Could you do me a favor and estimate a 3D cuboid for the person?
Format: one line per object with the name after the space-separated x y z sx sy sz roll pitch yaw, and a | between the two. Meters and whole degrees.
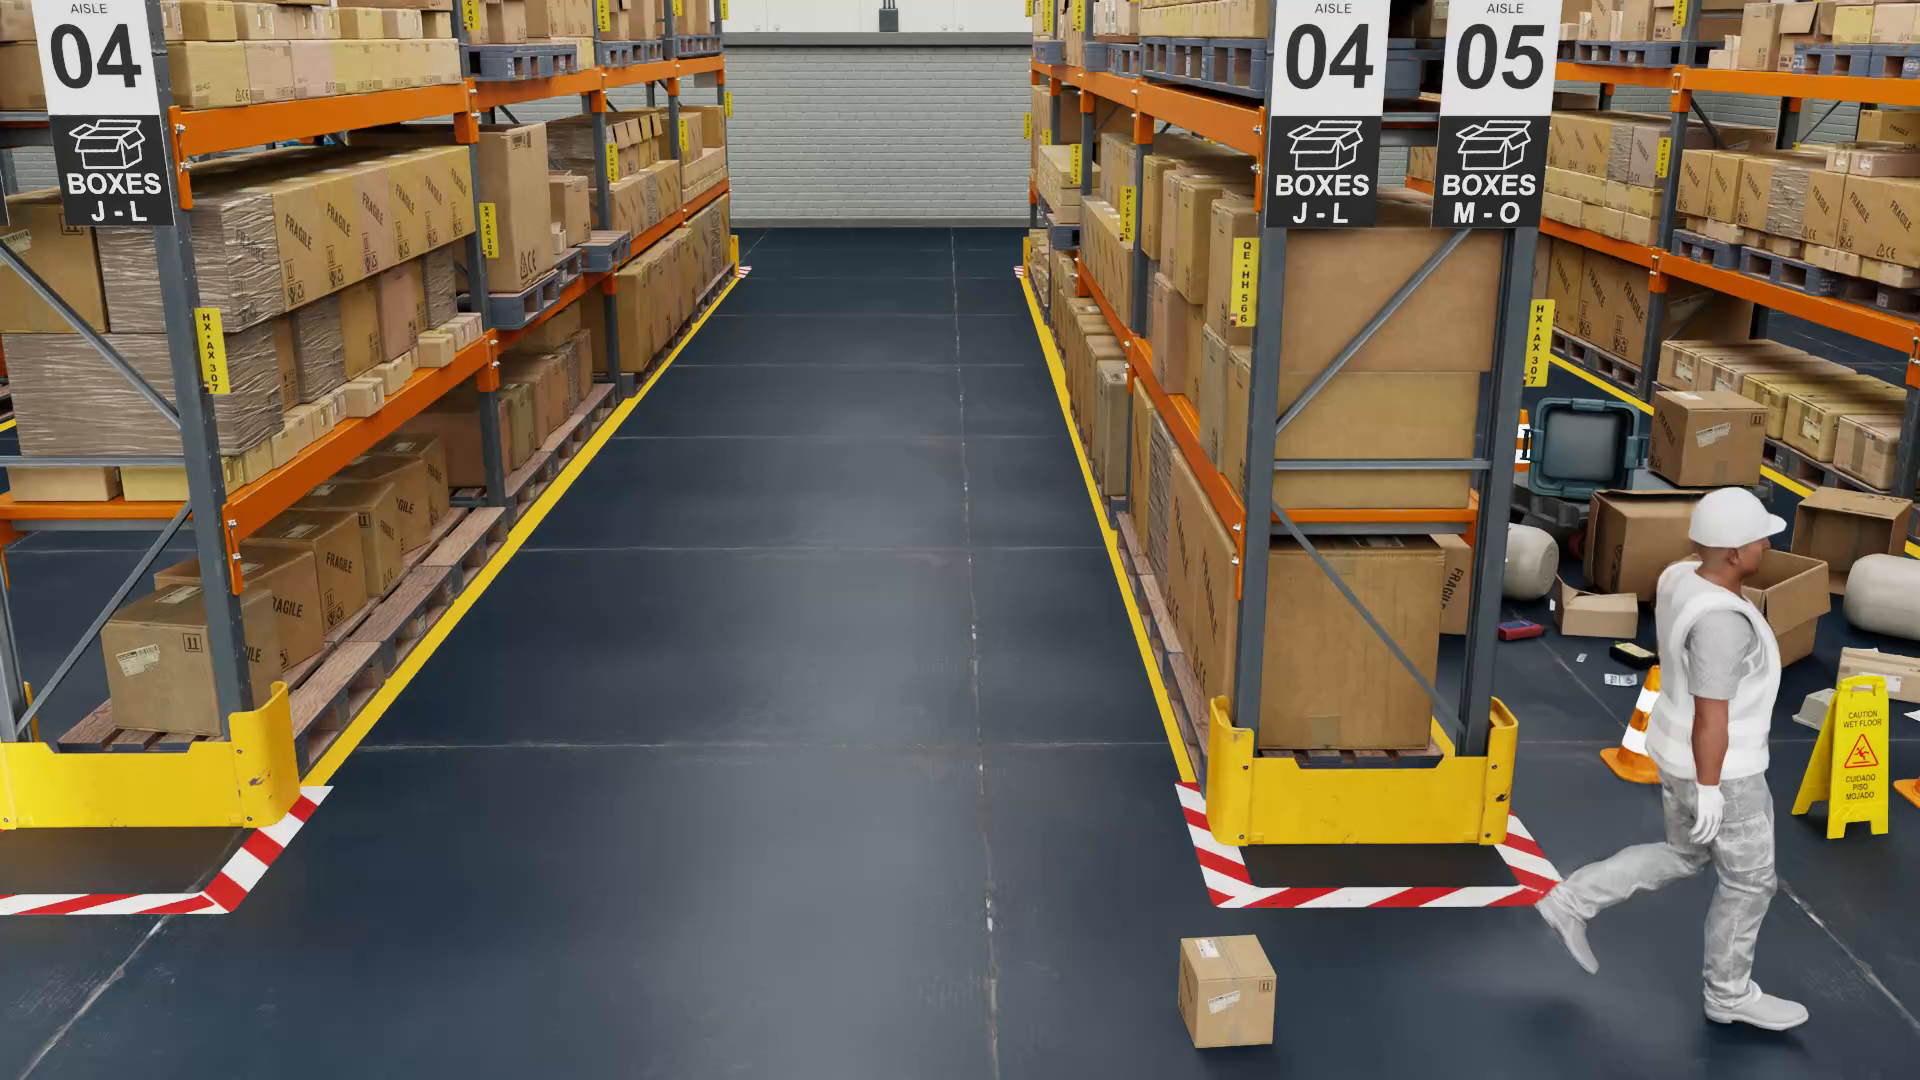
2.321 0.677 5.261 0.843 1.761 0.568 3 17 9 | person
